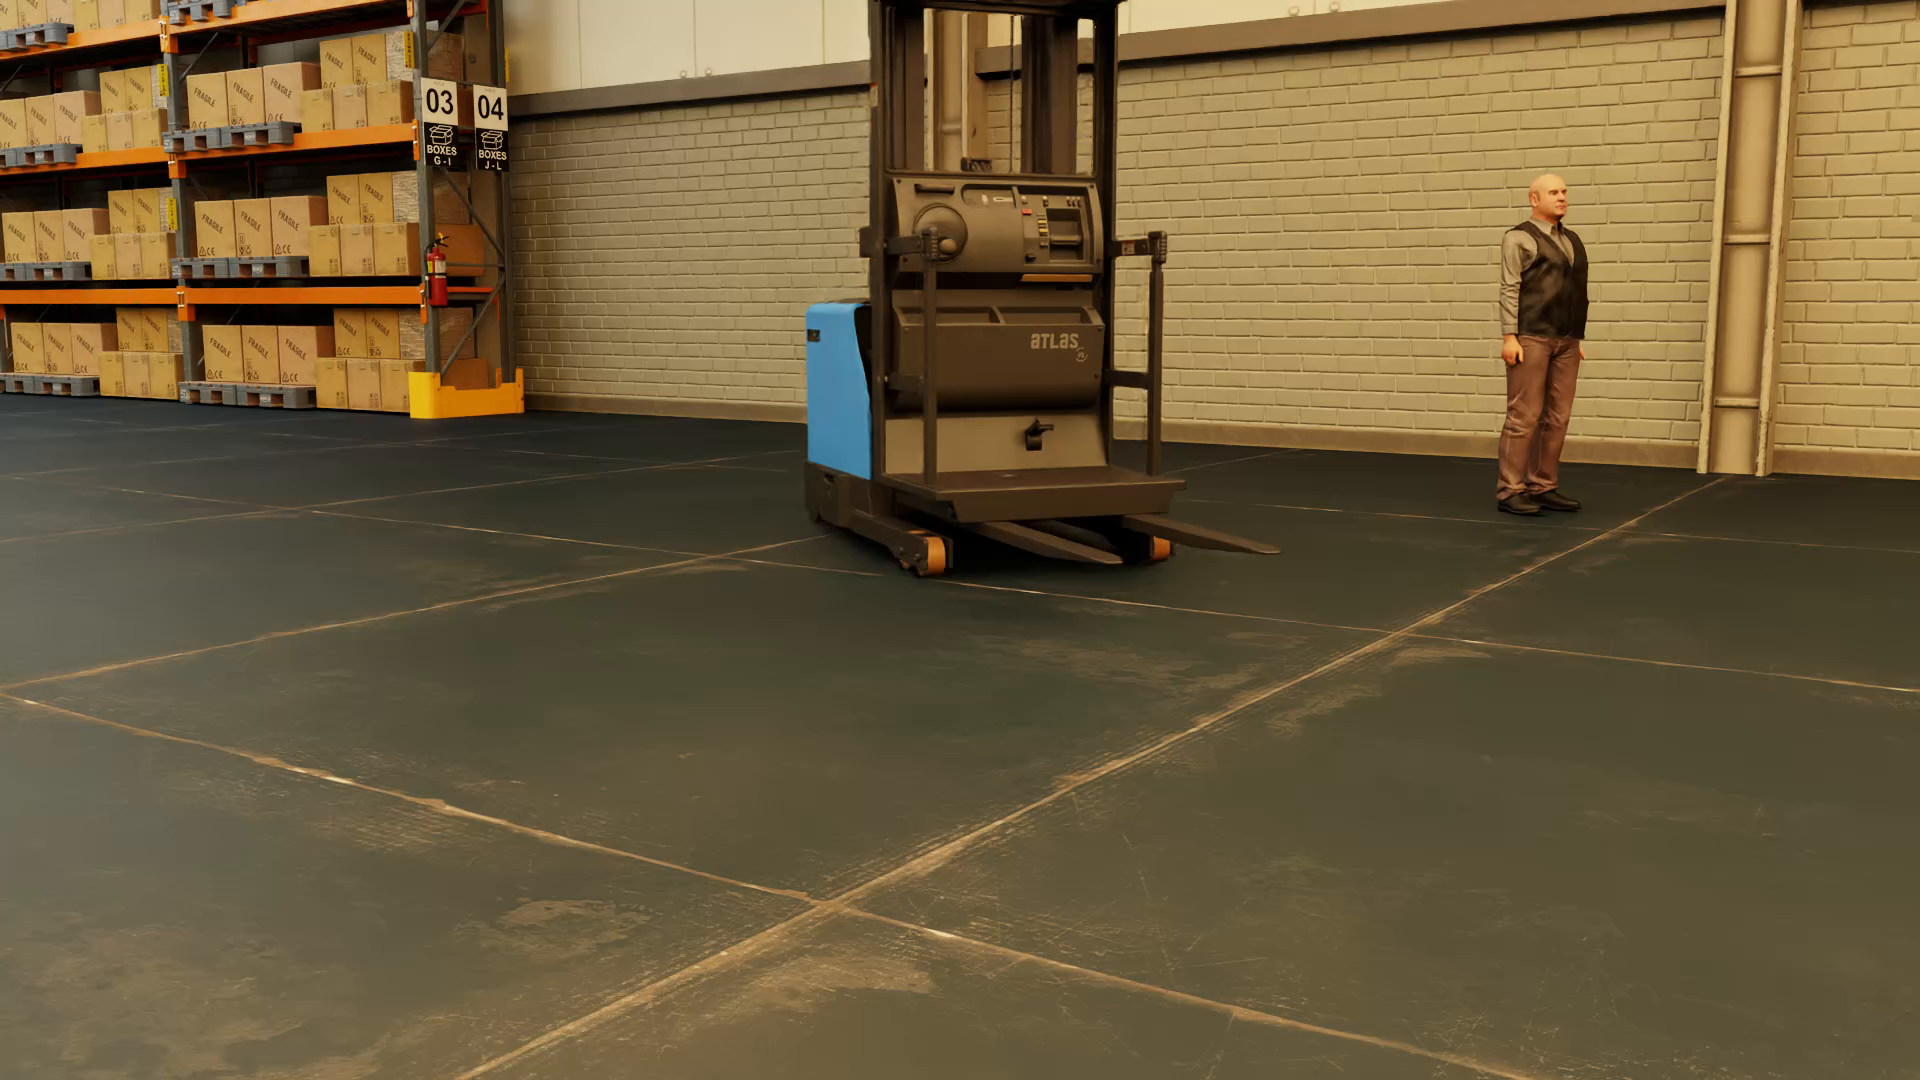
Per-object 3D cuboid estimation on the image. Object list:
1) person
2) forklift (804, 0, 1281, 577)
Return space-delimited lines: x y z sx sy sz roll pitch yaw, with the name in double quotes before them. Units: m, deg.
"person" 3.012 -1.006 8.566 0.536 1.725 0.364 -5 9 -29
"forklift" 0.246 -1.370 6.827 1.130 2.935 3.031 -3 9 -21
